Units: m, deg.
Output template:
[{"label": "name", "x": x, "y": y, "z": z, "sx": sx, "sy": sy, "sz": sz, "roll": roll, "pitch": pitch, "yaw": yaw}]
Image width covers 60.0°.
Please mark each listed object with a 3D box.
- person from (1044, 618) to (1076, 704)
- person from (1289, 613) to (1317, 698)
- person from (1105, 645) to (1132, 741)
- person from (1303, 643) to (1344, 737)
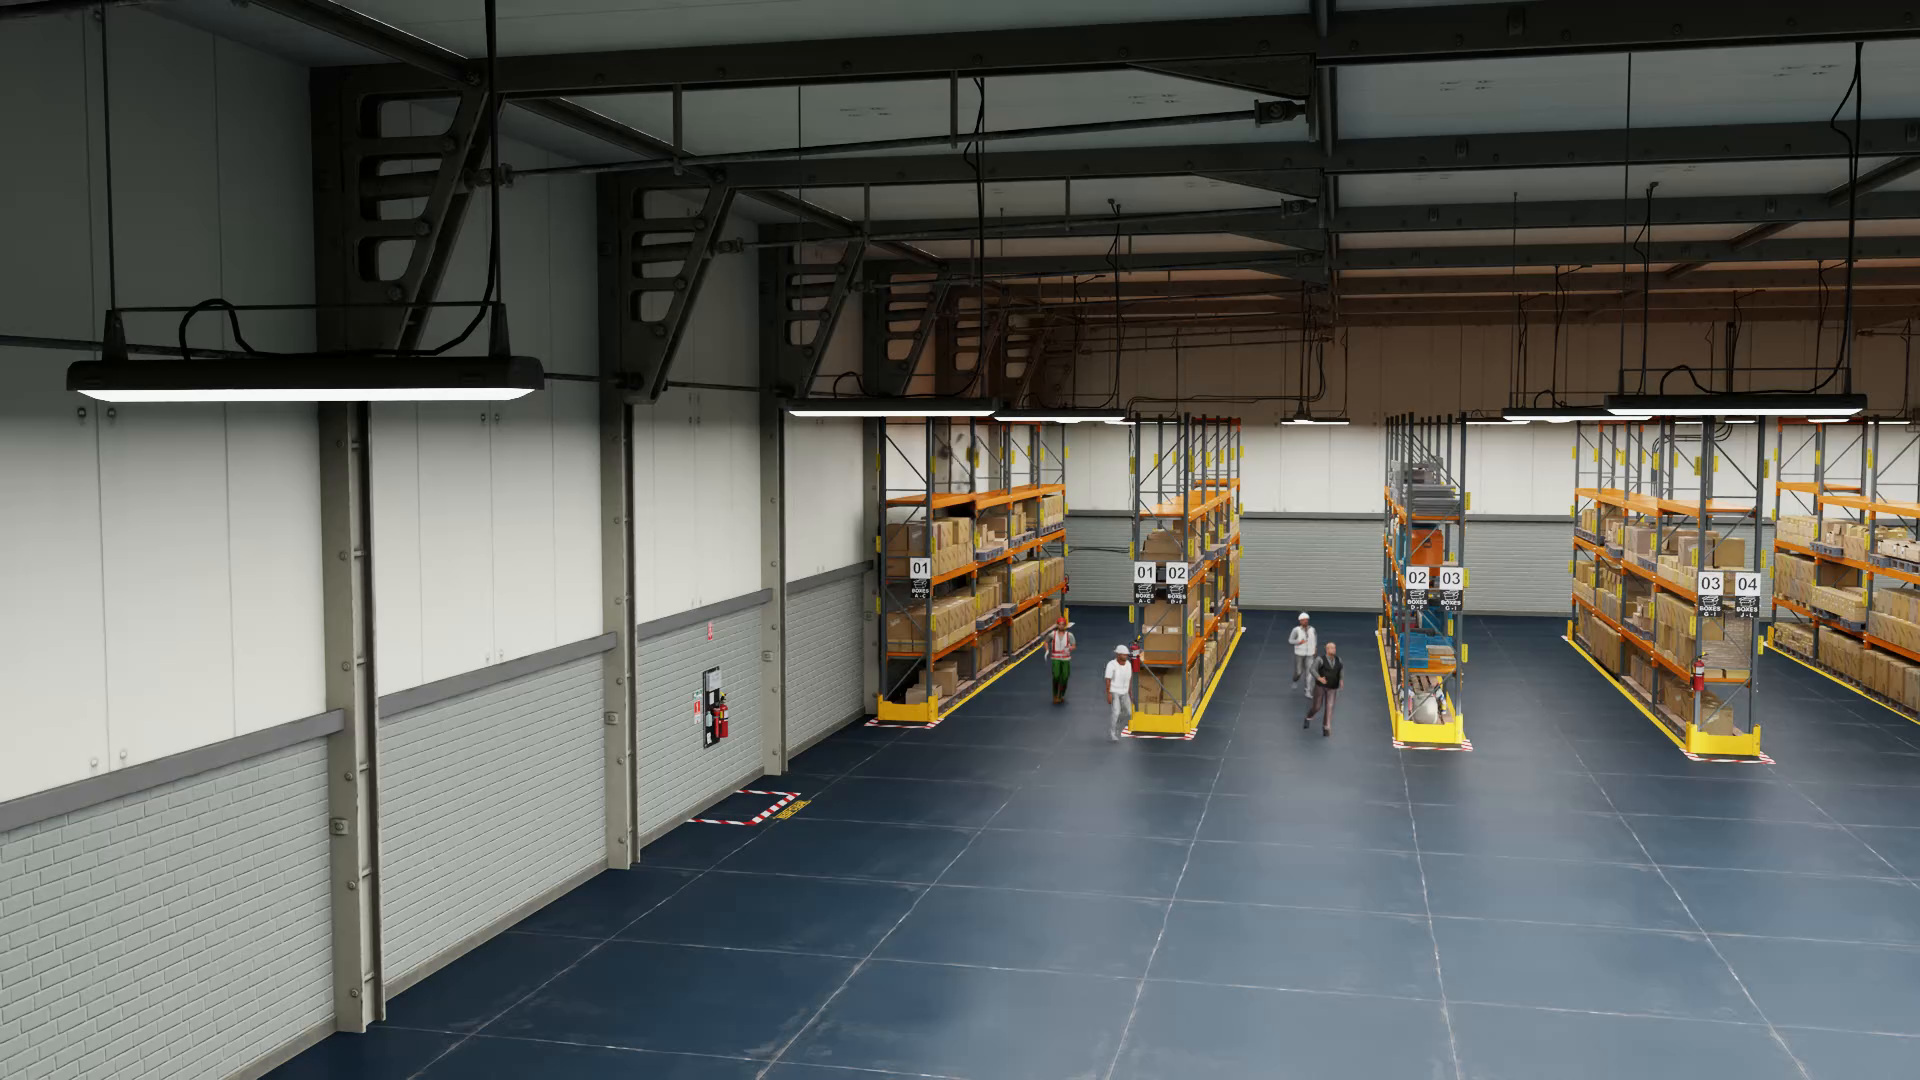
[{"label": "person", "x": 2.084, "y": 2.499, "z": 34.435, "sx": 0.641, "sy": 1.778, "sz": 0.694, "roll": 0, "pitch": 4, "yaw": -2}, {"label": "person", "x": 7.312, "y": 2.426, "z": 35.419, "sx": 0.675, "sy": 1.760, "sz": 0.907, "roll": 0, "pitch": 4, "yaw": -6}, {"label": "person", "x": 2.883, "y": 2.786, "z": 30.479, "sx": 0.649, "sy": 1.751, "sz": 0.565, "roll": -3, "pitch": 5, "yaw": -34}, {"label": "person", "x": 6.859, "y": 2.769, "z": 30.986, "sx": 0.727, "sy": 1.693, "sz": 0.926, "roll": 0, "pitch": 4, "yaw": -5}]
